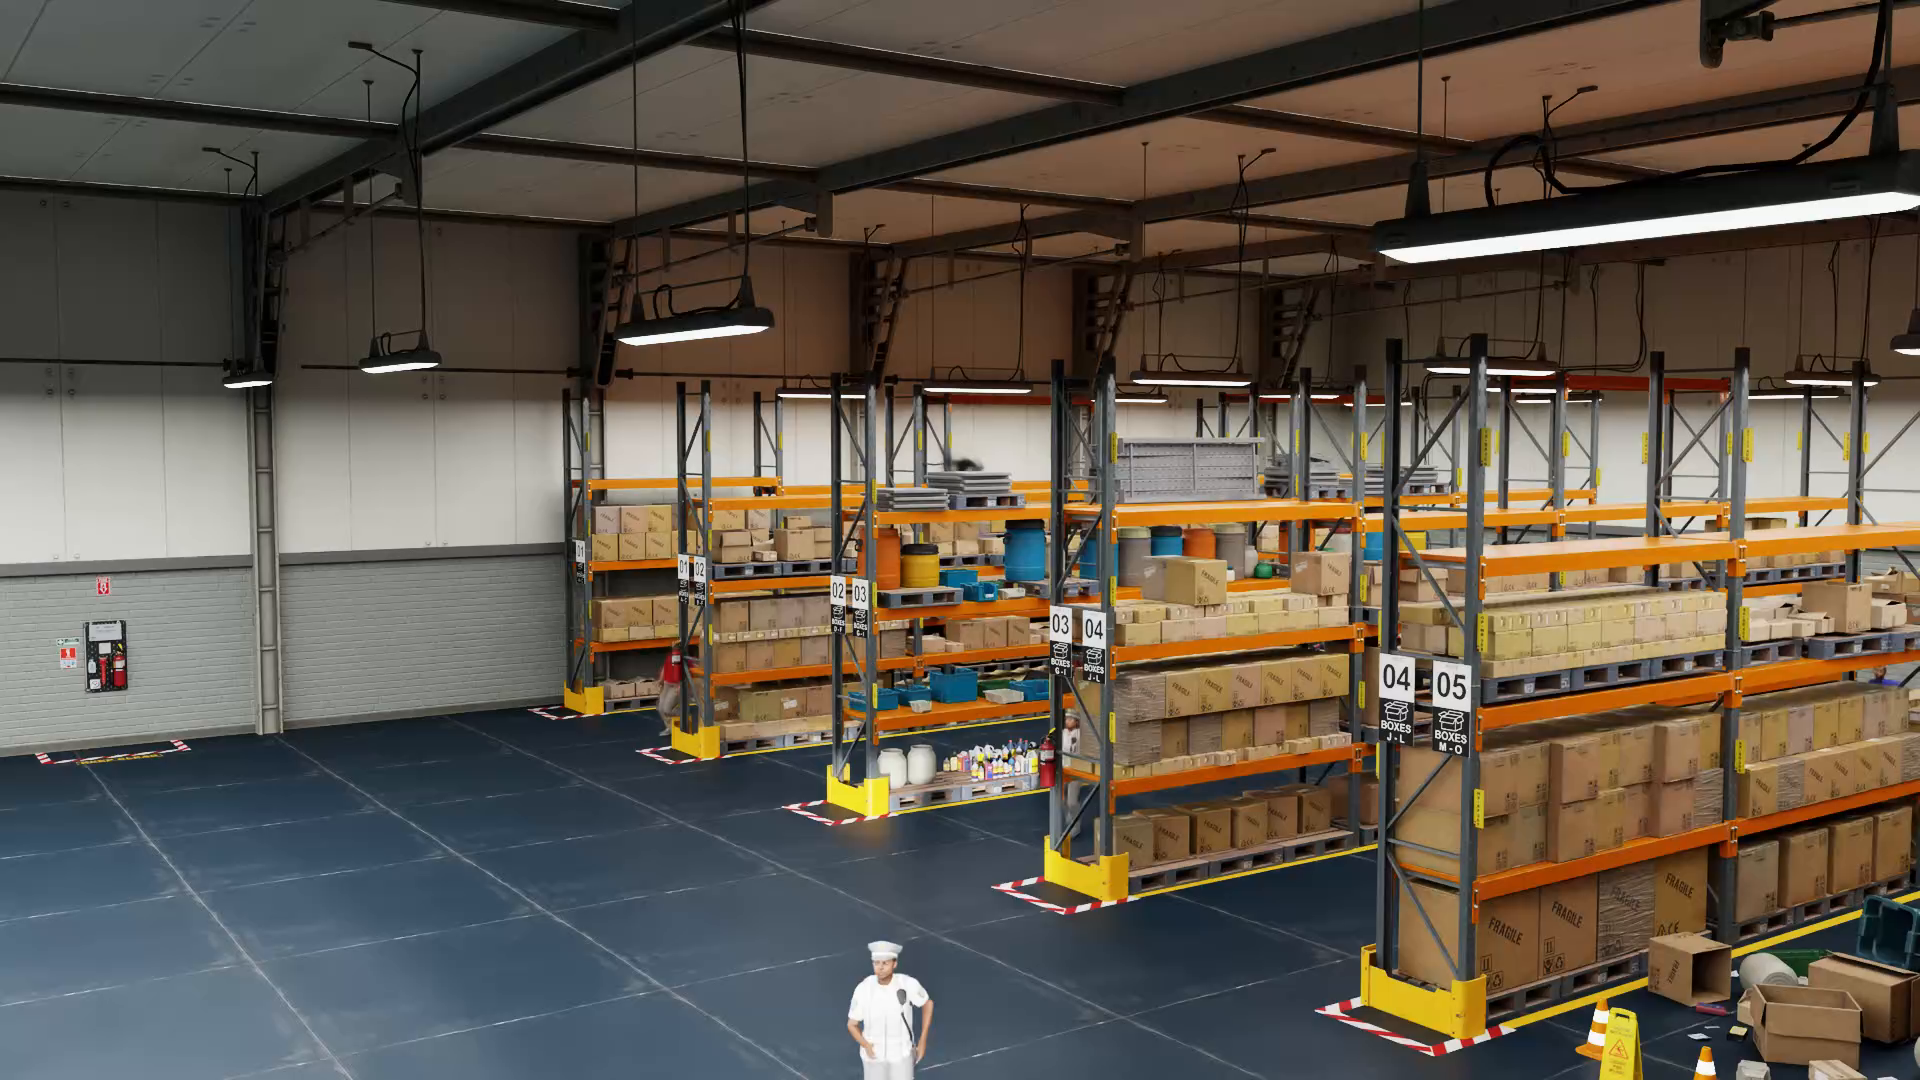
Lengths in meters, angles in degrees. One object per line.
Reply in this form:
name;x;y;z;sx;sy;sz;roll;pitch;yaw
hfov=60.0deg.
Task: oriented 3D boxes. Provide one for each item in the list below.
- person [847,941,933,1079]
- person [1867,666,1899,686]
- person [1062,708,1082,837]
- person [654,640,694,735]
person;-0.493;3.592;11.488;0.576;1.696;0.654;0;4;6
person;14.143;2.715;25.511;0.579;1.629;0.574;-3;5;-37
person;1.386;2.972;21.282;0.615;1.658;0.541;3;5;39
person;-4.861;2.524;28.311;0.718;1.673;0.543;3;5;43
